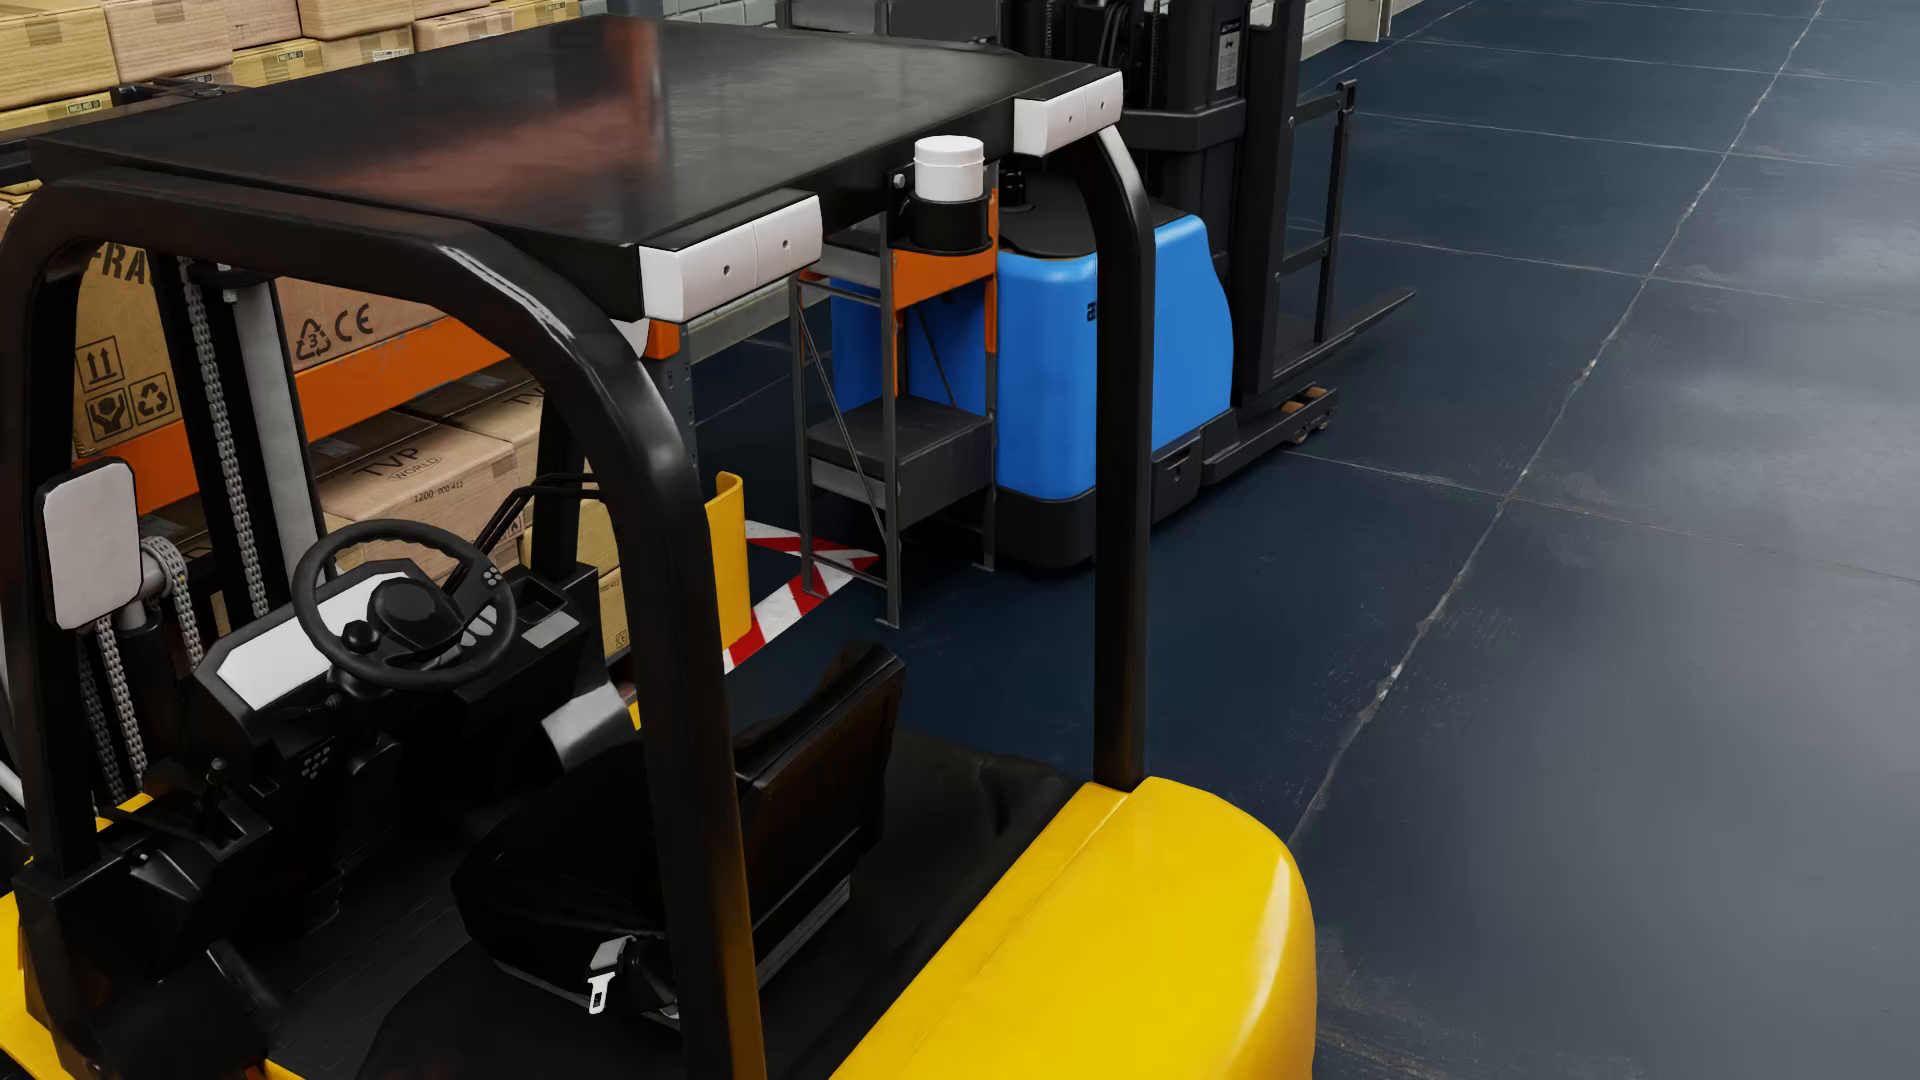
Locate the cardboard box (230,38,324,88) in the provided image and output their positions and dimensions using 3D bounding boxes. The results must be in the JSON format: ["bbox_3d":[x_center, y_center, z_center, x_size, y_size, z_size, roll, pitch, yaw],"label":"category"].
[{"bbox_3d":[-1.573,-0.981,3.523,0.380,0.149,0.250,14,30,26],"label":"cardboard box"}]

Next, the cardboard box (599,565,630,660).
[{"bbox_3d":[-1.189,0.163,4.675,0.500,0.250,0.500,14,30,26],"label":"cardboard box"}]

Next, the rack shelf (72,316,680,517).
[{"bbox_3d":[-2.217,-0.030,3.263,1.077,0.370,4.000,14,30,26],"label":"rack shelf"}]

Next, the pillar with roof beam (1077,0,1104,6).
[{"bbox_3d":[4.339,-5.131,5.948,9.100,9.000,0.400,14,30,26],"label":"pillar with roof beam"}]

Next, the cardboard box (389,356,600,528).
[{"bbox_3d":[-1.188,-0.288,4.461,0.500,0.250,0.500,15,30,28],"label":"cardboard box"}]

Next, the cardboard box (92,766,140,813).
[{"bbox_3d":[-1.942,0.539,3.367,0.500,0.250,0.500,14,30,26],"label":"cardboard box"}]

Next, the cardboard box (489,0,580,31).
[{"bbox_3d":[-1.160,-1.269,4.098,0.380,0.149,0.250,15,30,27],"label":"cardboard box"}]

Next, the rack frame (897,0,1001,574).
[{"bbox_3d":[-0.045,-0.884,5.170,0.400,2.100,0.015,20,33,34],"label":"rack frame"}]

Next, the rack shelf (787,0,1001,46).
[{"bbox_3d":[-0.197,-1.412,4.692,0.431,0.518,0.480,20,33,34],"label":"rack shelf"}]

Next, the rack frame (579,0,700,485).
[{"bbox_3d":[-1.233,-1.131,4.659,1.000,3.000,0.127,14,30,26],"label":"rack frame"}]

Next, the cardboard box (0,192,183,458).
[{"bbox_3d":[-1.762,-0.526,3.339,0.500,0.500,0.500,14,30,25],"label":"cardboard box"}]

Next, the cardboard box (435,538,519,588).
[{"bbox_3d":[-1.457,0.139,4.166,0.500,0.250,0.500,14,30,26],"label":"cardboard box"}]

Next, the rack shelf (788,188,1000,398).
[{"bbox_3d":[-0.197,-0.786,5.005,0.431,0.518,0.480,20,33,34],"label":"rack shelf"}]

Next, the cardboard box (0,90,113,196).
[{"bbox_3d":[-1.770,-0.764,3.089,0.380,0.149,0.250,14,30,26],"label":"cardboard box"}]

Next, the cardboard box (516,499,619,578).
[{"bbox_3d":[-1.201,-0.054,4.552,0.500,0.250,0.500,14,30,25],"label":"cardboard box"}]

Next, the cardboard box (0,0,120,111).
[{"bbox_3d":[-1.767,-0.893,3.015,0.380,0.149,0.250,15,30,27],"label":"cardboard box"}]

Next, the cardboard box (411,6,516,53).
[{"bbox_3d":[-1.260,-1.163,3.886,0.380,0.149,0.250,15,30,27],"label":"cardboard box"}]

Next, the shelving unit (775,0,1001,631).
[{"bbox_3d":[-0.197,-0.798,4.999,0.431,2.100,0.503,20,33,34],"label":"shelving unit"}]

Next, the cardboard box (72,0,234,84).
[{"bbox_3d":[-1.644,-0.995,3.219,0.380,0.149,0.250,15,30,27],"label":"cardboard box"}]

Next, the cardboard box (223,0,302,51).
[{"bbox_3d":[-1.613,-1.121,3.471,0.380,0.149,0.250,14,30,26],"label":"cardboard box"}]

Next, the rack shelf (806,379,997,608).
[{"bbox_3d":[-0.198,-0.160,5.319,0.431,0.518,0.480,20,33,34],"label":"rack shelf"}]

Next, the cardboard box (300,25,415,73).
[{"bbox_3d":[-1.441,-1.075,3.711,0.380,0.149,0.250,15,30,27],"label":"cardboard box"}]

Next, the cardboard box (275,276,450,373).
[{"bbox_3d":[-1.510,-0.726,3.738,0.500,0.500,0.500,15,30,28],"label":"cardboard box"}]

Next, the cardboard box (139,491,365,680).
[{"bbox_3d":[-1.674,0.111,3.663,0.500,0.250,0.500,15,30,27],"label":"cardboard box"}]

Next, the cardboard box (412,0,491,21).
[{"bbox_3d":[-1.320,-1.310,3.847,0.380,0.149,0.250,14,30,26],"label":"cardboard box"}]

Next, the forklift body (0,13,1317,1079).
[{"bbox_3d":[-0.578,0.389,2.570,2.313,2.155,1.214,14,30,26],"label":"forklift body"}]

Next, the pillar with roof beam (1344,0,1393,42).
[{"bbox_3d":[7.291,-7.470,10.619,9.100,9.000,0.400,14,30,26],"label":"pillar with roof beam"}]

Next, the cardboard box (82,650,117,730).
[{"bbox_3d":[-1.930,0.307,3.272,0.500,0.250,0.500,14,30,25],"label":"cardboard box"}]

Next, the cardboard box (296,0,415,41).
[{"bbox_3d":[-1.426,-1.202,3.632,0.380,0.149,0.250,15,30,27],"label":"cardboard box"}]

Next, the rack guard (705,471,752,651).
[{"bbox_3d":[-1.222,-0.023,5.237,1.175,0.500,0.348,14,30,26],"label":"rack guard"}]

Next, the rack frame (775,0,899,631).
[{"bbox_3d":[-0.350,-0.713,4.829,0.400,2.100,0.015,20,33,34],"label":"rack frame"}]

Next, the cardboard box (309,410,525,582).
[{"bbox_3d":[-1.434,-0.088,4.061,0.500,0.250,0.500,15,30,27],"label":"cardboard box"}]

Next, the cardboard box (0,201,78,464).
[{"bbox_3d":[-2.000,-0.328,2.943,0.500,0.500,0.500,14,30,26],"label":"cardboard box"}]

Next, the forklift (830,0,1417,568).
[{"bbox_3d":[0.858,-1.809,6.089,1.130,2.935,3.031,20,33,34],"label":"forklift"}]

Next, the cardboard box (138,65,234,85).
[{"bbox_3d":[-1.663,-0.867,3.294,0.380,0.149,0.250,13,29,24],"label":"cardboard box"}]

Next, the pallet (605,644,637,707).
[{"bbox_3d":[-1.573,0.423,4.669,1.003,0.211,1.213,14,30,26],"label":"pallet"}]

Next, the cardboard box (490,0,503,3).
[{"bbox_3d":[-1.226,-1.413,4.053,0.380,0.149,0.250,14,30,26],"label":"cardboard box"}]
